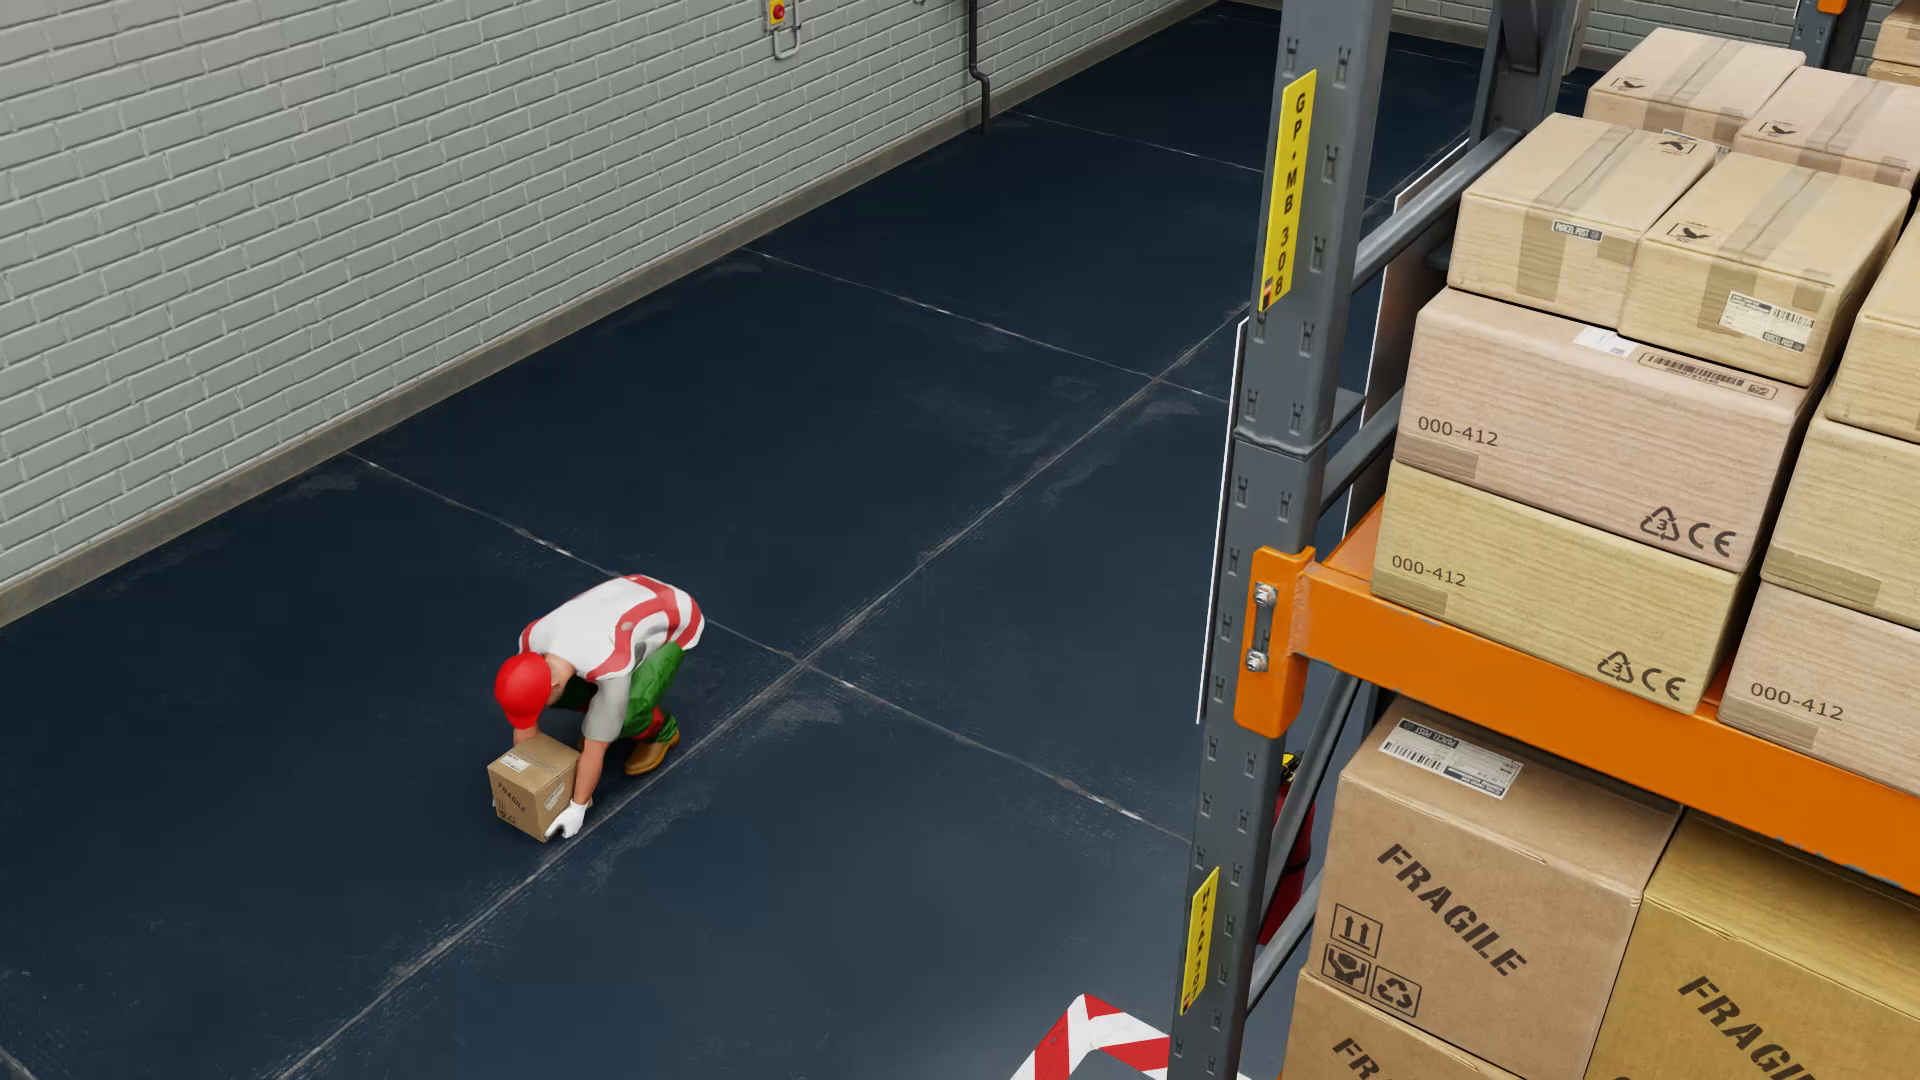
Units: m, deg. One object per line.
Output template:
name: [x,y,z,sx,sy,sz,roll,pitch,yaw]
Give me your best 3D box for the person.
person: [-1.349,0.571,6.246,0.520,0.817,0.945,21,39,27]
